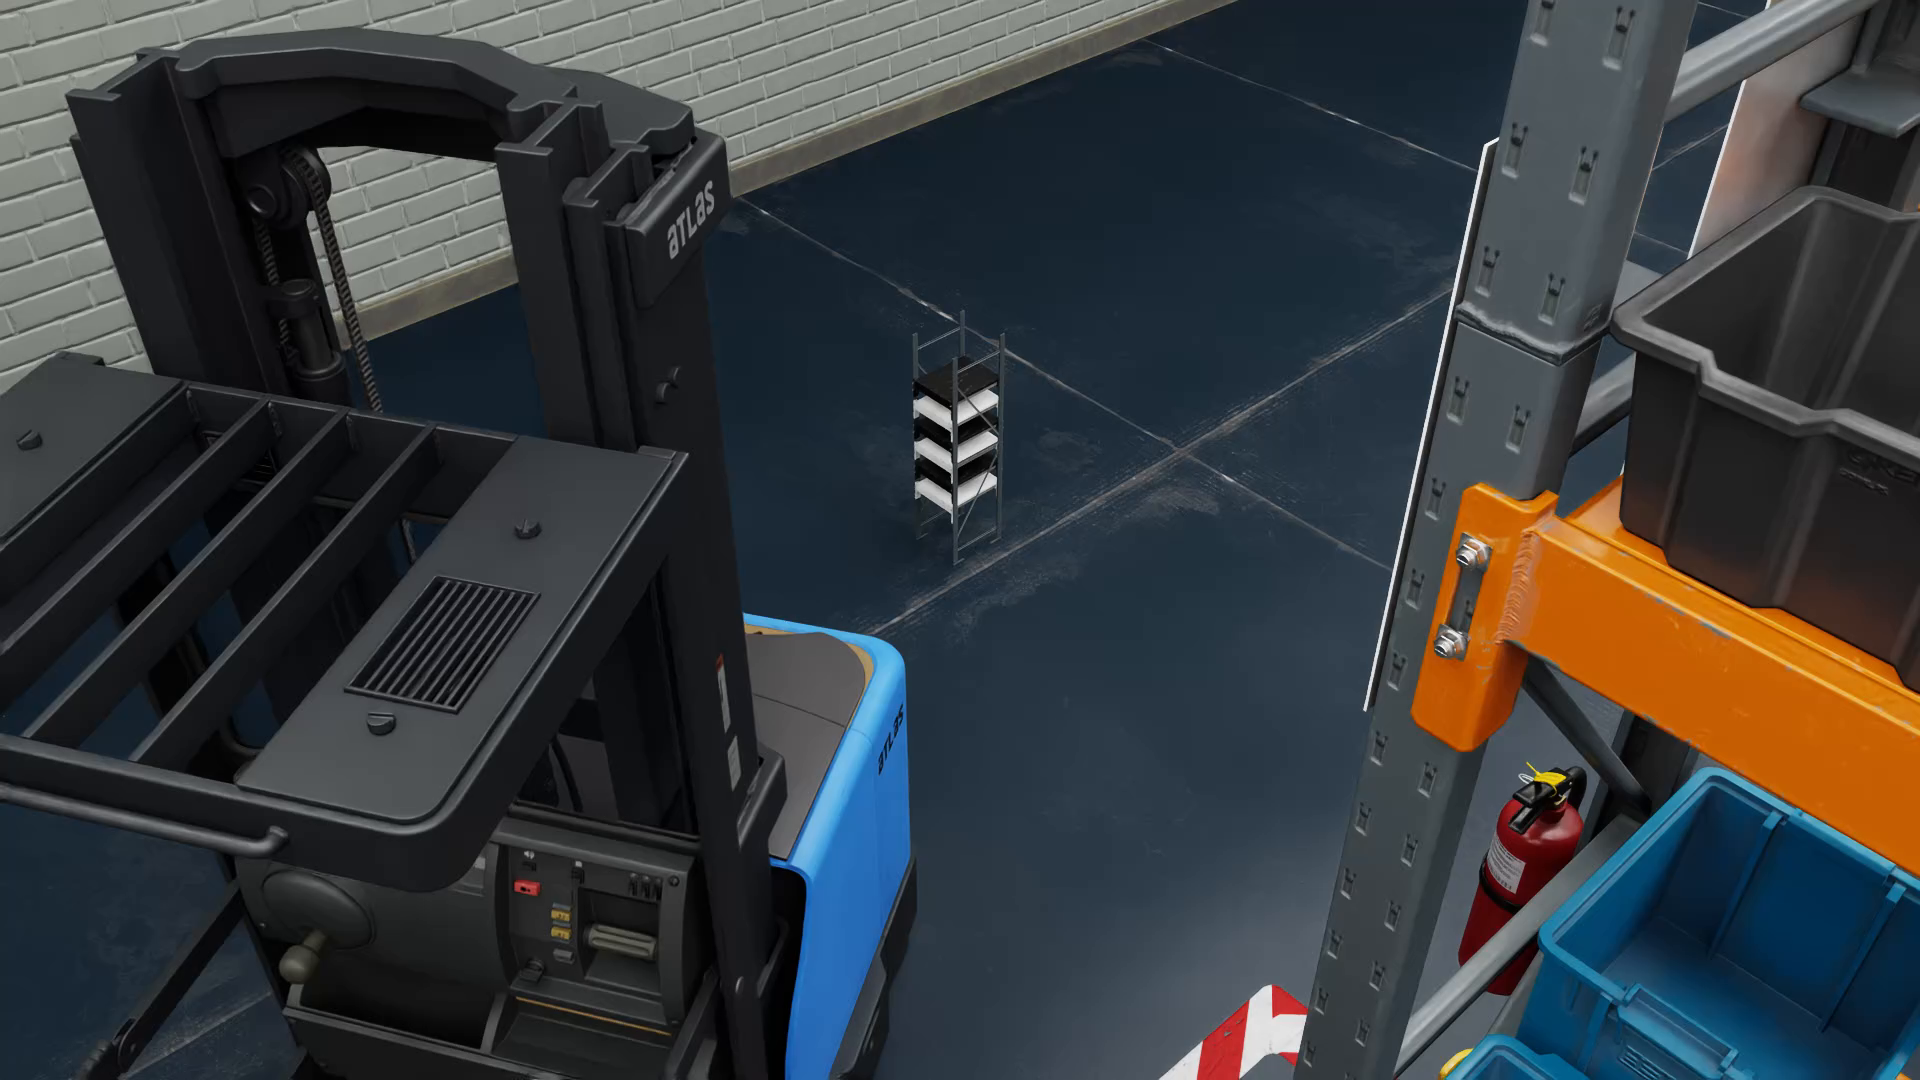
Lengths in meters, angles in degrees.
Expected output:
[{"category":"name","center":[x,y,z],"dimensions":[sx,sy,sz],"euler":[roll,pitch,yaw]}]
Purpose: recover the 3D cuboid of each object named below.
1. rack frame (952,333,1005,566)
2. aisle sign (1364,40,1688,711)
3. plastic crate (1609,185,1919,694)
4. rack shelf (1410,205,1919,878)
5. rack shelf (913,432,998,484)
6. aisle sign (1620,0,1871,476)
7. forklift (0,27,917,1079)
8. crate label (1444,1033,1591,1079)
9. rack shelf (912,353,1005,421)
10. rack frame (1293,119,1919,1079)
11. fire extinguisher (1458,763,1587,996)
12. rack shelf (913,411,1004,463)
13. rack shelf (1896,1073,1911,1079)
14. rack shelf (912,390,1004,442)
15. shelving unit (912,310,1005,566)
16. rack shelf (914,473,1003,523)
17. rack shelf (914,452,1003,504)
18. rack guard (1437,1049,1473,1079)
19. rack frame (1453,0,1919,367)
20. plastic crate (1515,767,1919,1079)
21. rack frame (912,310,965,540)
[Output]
[{"category":"rack frame","center":[0.063,-0.307,5.914],"dimensions":[0.240,0.900,0.006],"euler":[-30,48,-32]},{"category":"aisle sign","center":[0.668,-0.169,2.003],"dimensions":[0.394,0.787,0.004],"euler":[-30,48,-32]},{"category":"plastic crate","center":[0.990,-0.070,1.666],"dimensions":[0.497,0.269,0.590],"euler":[-30,48,-32]},{"category":"rack shelf","center":[2.288,0.788,1.073],"dimensions":[1.077,0.370,4.000],"euler":[-30,48,-32]},{"category":"rack shelf","center":[-0.005,-0.328,5.993],"dimensions":[0.258,0.077,0.200],"euler":[-30,48,-32]},{"category":"aisle sign","center":[1.102,-0.420,2.314],"dimensions":[0.394,0.787,0.004],"euler":[-30,48,-32]},{"category":"forklift","center":[-0.999,0.768,2.967],"dimensions":[1.130,2.935,3.031],"euler":[10,40,12]},{"category":"crate label","center":[0.859,1.045,2.654],"dimensions":[0.416,0.233,0.303],"euler":[-30,48,-32]},{"category":"rack shelf","center":[-0.005,-0.538,5.823],"dimensions":[0.258,0.077,0.200],"euler":[-30,48,-32]},{"category":"rack frame","center":[0.935,0.749,2.935],"dimensions":[1.000,3.000,0.127],"euler":[-30,48,-32]},{"category":"fire extinguisher","center":[1.168,0.661,3.402],"dimensions":[0.296,0.674,0.183],"euler":[-30,48,-32]},{"category":"rack shelf","center":[-0.005,-0.398,5.936],"dimensions":[0.258,0.077,0.200],"euler":[-30,48,-32]},{"category":"rack shelf","center":[2.288,1.955,2.015],"dimensions":[1.077,0.370,4.000],"euler":[-30,48,-32]},{"category":"rack shelf","center":[-0.005,-0.468,5.880],"dimensions":[0.258,0.077,0.200],"euler":[-30,48,-32]},{"category":"shelving unit","center":[-0.005,-0.354,5.972],"dimensions":[0.258,0.900,0.210],"euler":[-30,48,-32]},{"category":"rack shelf","center":[-0.005,-0.188,6.106],"dimensions":[0.258,0.077,0.200],"euler":[-30,48,-32]},{"category":"rack shelf","center":[-0.005,-0.258,6.049],"dimensions":[0.258,0.077,0.200],"euler":[-30,48,-32]},{"category":"rack guard","center":[0.909,1.716,3.727],"dimensions":[1.175,0.500,0.348],"euler":[-30,48,-32]},{"category":"rack frame","center":[0.935,-1.585,1.050],"dimensions":[1.000,3.000,0.127],"euler":[-30,48,-32]},{"category":"plastic crate","center":[1.299,0.788,2.811],"dimensions":[0.616,0.435,0.499],"euler":[-30,48,-32]},{"category":"rack frame","center":[-0.074,-0.401,6.030],"dimensions":[0.240,0.900,0.006],"euler":[-30,48,-32]}]
